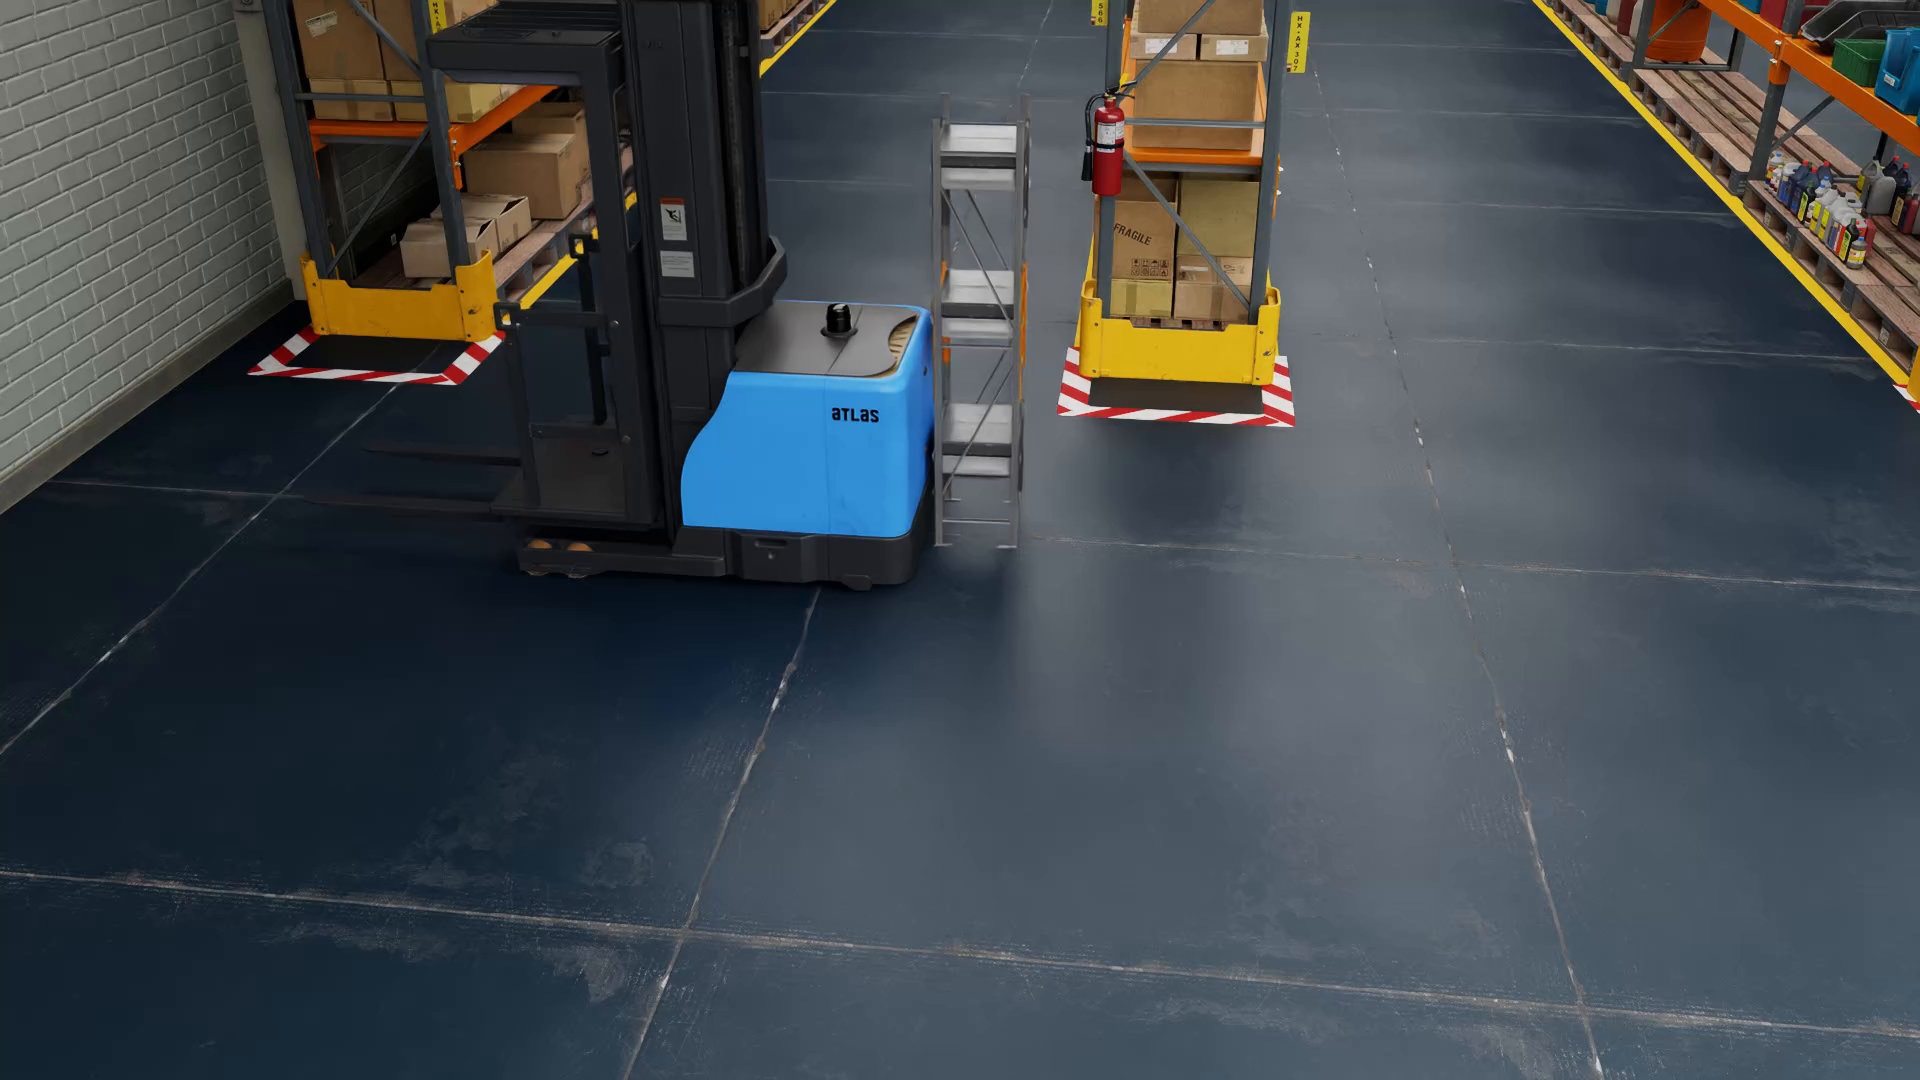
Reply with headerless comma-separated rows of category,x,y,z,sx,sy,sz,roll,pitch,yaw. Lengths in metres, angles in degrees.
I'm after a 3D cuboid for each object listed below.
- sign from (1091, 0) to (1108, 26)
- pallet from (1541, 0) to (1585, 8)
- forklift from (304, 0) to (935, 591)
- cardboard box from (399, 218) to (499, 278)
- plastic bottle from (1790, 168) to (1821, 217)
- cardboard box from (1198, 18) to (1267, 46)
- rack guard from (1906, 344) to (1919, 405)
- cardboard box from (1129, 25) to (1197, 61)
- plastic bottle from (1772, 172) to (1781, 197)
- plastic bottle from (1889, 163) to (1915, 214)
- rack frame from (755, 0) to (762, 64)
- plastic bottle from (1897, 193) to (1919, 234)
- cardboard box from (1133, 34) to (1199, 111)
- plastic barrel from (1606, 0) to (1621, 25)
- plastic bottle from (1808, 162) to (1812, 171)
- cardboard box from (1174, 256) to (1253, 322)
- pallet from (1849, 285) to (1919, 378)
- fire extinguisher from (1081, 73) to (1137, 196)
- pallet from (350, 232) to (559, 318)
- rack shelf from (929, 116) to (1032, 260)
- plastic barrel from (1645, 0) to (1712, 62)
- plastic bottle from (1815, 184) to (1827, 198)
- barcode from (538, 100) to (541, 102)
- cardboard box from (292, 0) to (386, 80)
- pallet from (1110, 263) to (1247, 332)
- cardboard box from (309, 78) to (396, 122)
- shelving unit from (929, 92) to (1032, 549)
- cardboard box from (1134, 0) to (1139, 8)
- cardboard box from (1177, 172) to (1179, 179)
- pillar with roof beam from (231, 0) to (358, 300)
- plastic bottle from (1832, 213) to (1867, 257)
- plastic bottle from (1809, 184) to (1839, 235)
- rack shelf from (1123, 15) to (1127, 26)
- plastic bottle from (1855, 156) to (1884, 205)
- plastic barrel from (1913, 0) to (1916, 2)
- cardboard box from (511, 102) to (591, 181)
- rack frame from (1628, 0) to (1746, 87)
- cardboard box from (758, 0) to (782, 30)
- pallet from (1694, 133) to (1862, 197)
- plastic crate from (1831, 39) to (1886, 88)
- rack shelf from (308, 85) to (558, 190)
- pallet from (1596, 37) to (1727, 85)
sign,0.784,-3.024,9.230,0.100,0.325,0.005,3,28,6
pallet,7.759,-6.851,20.745,1.003,0.211,1.213,3,28,6
forklift,-1.668,-1.352,7.668,3.031,2.935,1.130,4,29,7
cardboard box,-3.422,-1.988,11.149,0.500,0.311,0.500,0,28,0
plastic bottle,6.193,-2.548,12.146,0.144,0.351,0.185,2,28,4
cardboard box,1.613,-2.998,9.863,0.380,0.149,0.250,3,28,5
rack guard,6.199,-1.020,9.616,1.175,0.500,0.348,3,28,6
cardboard box,1.179,-2.892,9.667,0.380,0.149,0.250,3,28,5
plastic bottle,6.228,-2.706,12.598,0.097,0.201,0.097,0,28,0
plastic bottle,6.910,-2.582,12.209,0.144,0.351,0.185,2,28,4
rack frame,-2.615,-6.424,17.011,1.000,3.000,0.127,3,28,6
plastic bottle,6.741,-2.330,11.813,0.061,0.283,0.133,3,28,6
cardboard box,1.451,-2.882,10.332,0.700,0.500,0.500,4,29,8
plastic barrel,7.379,-5.971,18.351,0.421,0.512,0.421,0,28,0
plastic bottle,6.346,-2.679,12.459,0.061,0.283,0.133,3,28,6
cardboard box,1.608,-1.586,10.487,0.500,0.250,0.500,3,28,6
pallet,6.304,-1.275,10.394,1.003,0.211,1.213,3,28,6
fire extinguisher,0.846,-2.309,9.455,0.296,0.674,0.183,3,28,6
pallet,-3.452,-1.846,11.455,1.003,0.211,1.213,3,28,6
rack shelf,0.098,-1.609,7.576,0.431,0.518,0.480,2,28,4
plastic barrel,7.260,-5.309,16.786,0.600,0.830,0.708,3,28,6
plastic bottle,6.212,-2.441,12.032,0.097,0.271,0.097,0,28,0
barcode,-3.410,-3.535,13.482,0.001,0.075,0.075,3,28,6
cardboard box,-3.749,-3.165,10.309,0.500,0.500,0.500,3,28,6
pallet,1.373,-1.507,10.824,1.003,0.211,1.213,3,28,6
cardboard box,-3.731,-2.832,10.481,0.500,0.250,0.500,4,29,7
shelving unit,0.098,-1.005,7.902,0.431,2.100,0.503,2,28,4
cardboard box,1.274,-3.254,10.338,0.380,0.149,0.250,4,29,7
cardboard box,1.841,-2.858,12.058,0.500,0.500,0.500,3,28,6
pillar with roof beam,-0.096,-5.429,8.838,9.100,9.000,0.400,3,28,6
plastic bottle,6.085,-2.084,11.363,0.152,0.276,0.135,4,29,7
plastic bottle,6.141,-2.348,11.774,0.144,0.351,0.185,3,28,6
rack shelf,2.056,-4.879,14.903,1.077,0.370,4.000,3,28,6
plastic bottle,6.791,-2.681,12.393,0.144,0.351,0.185,3,28,6
plastic barrel,7.075,-4.350,12.633,0.600,0.901,0.708,3,28,6
cardboard box,-3.193,-3.143,13.093,0.500,0.500,0.500,1,28,2
rack frame,7.217,-5.848,15.942,1.000,3.000,0.127,3,28,6
cardboard box,-2.395,-6.001,18.049,0.750,0.750,0.750,3,28,6
pallet,6.785,-3.109,13.799,1.003,0.211,1.213,3,28,6
plastic crate,6.280,-3.249,11.342,0.450,0.188,0.662,3,28,6
rack shelf,-3.351,-3.283,11.939,1.077,0.370,4.000,3,28,6
pallet,7.272,-4.994,17.297,1.003,0.211,1.213,3,28,6
